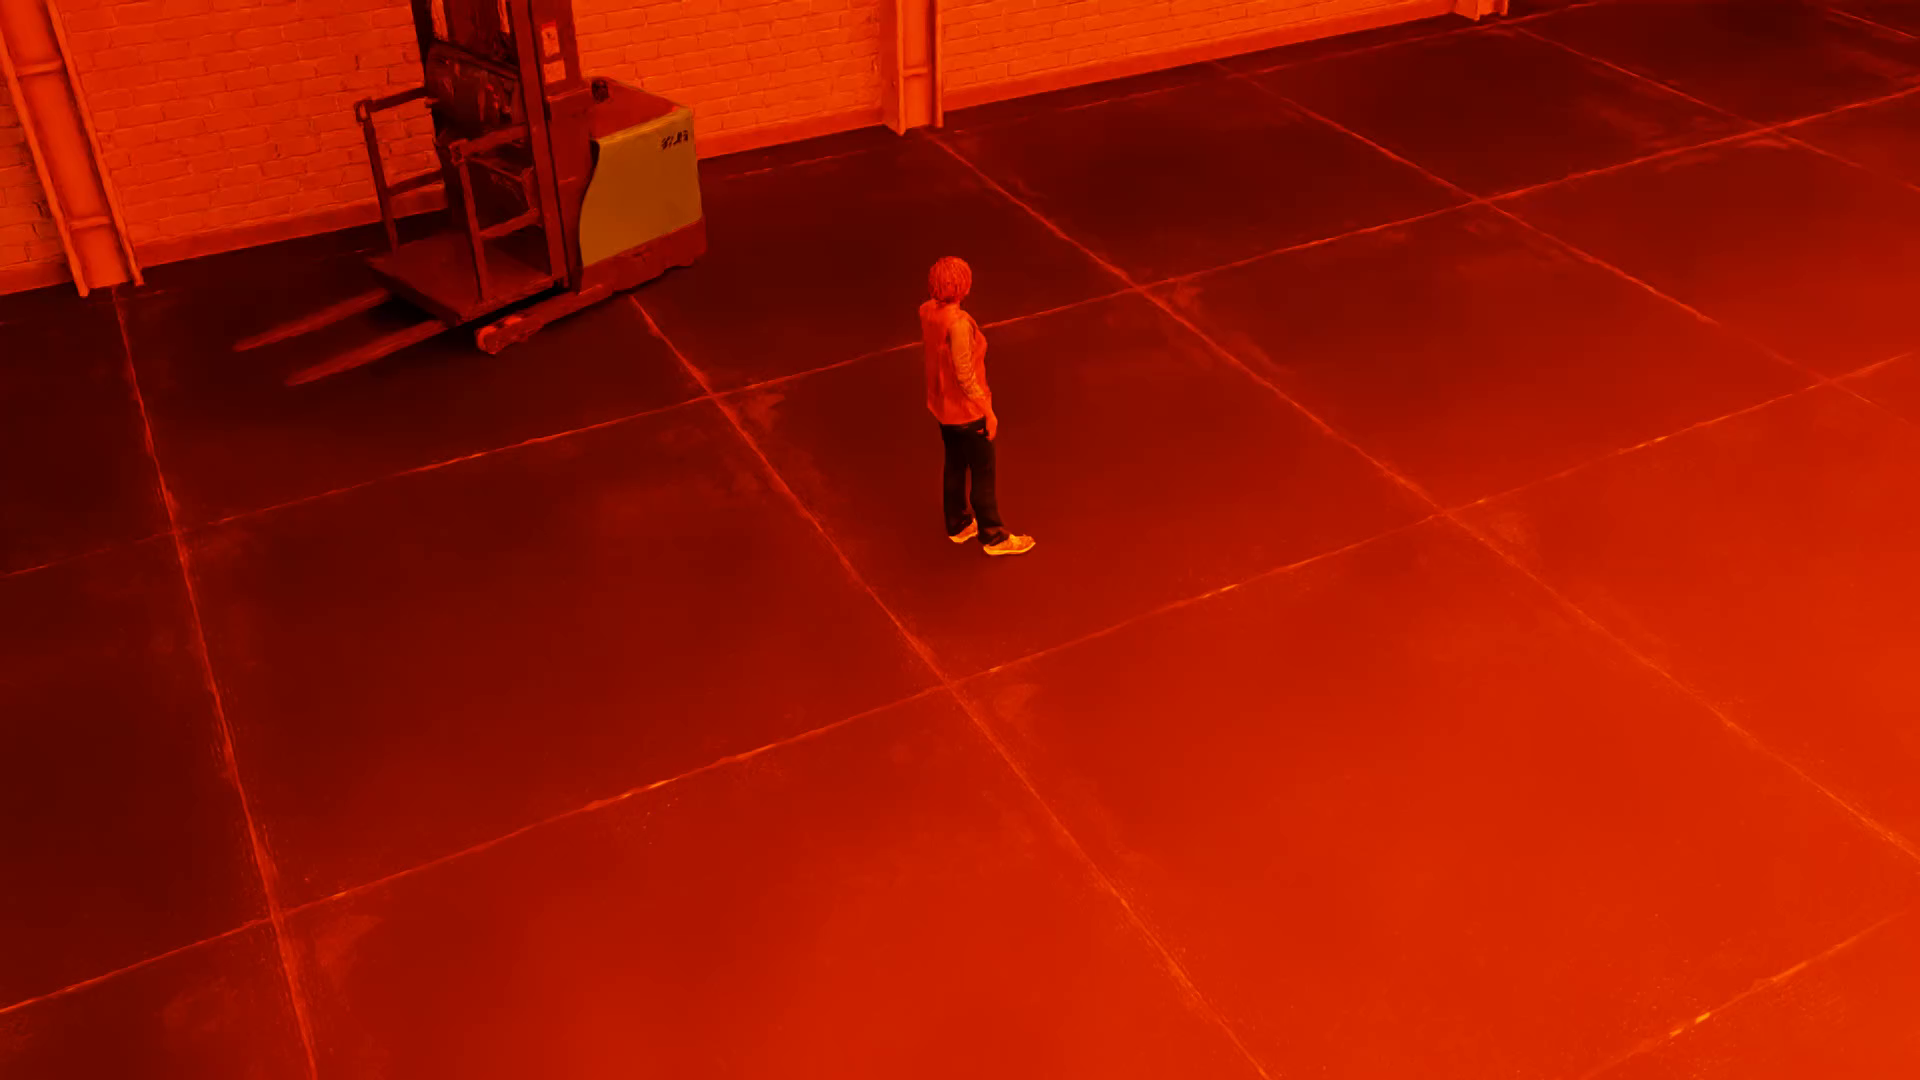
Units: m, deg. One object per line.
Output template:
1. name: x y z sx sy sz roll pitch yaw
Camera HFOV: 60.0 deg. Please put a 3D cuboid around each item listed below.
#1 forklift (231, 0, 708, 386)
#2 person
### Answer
1. forklift: -3.078 -2.678 9.912 1.130 2.935 3.031 27 44 33
2. person: 0.075 -0.672 8.217 0.467 1.597 0.520 -17 39 -23
